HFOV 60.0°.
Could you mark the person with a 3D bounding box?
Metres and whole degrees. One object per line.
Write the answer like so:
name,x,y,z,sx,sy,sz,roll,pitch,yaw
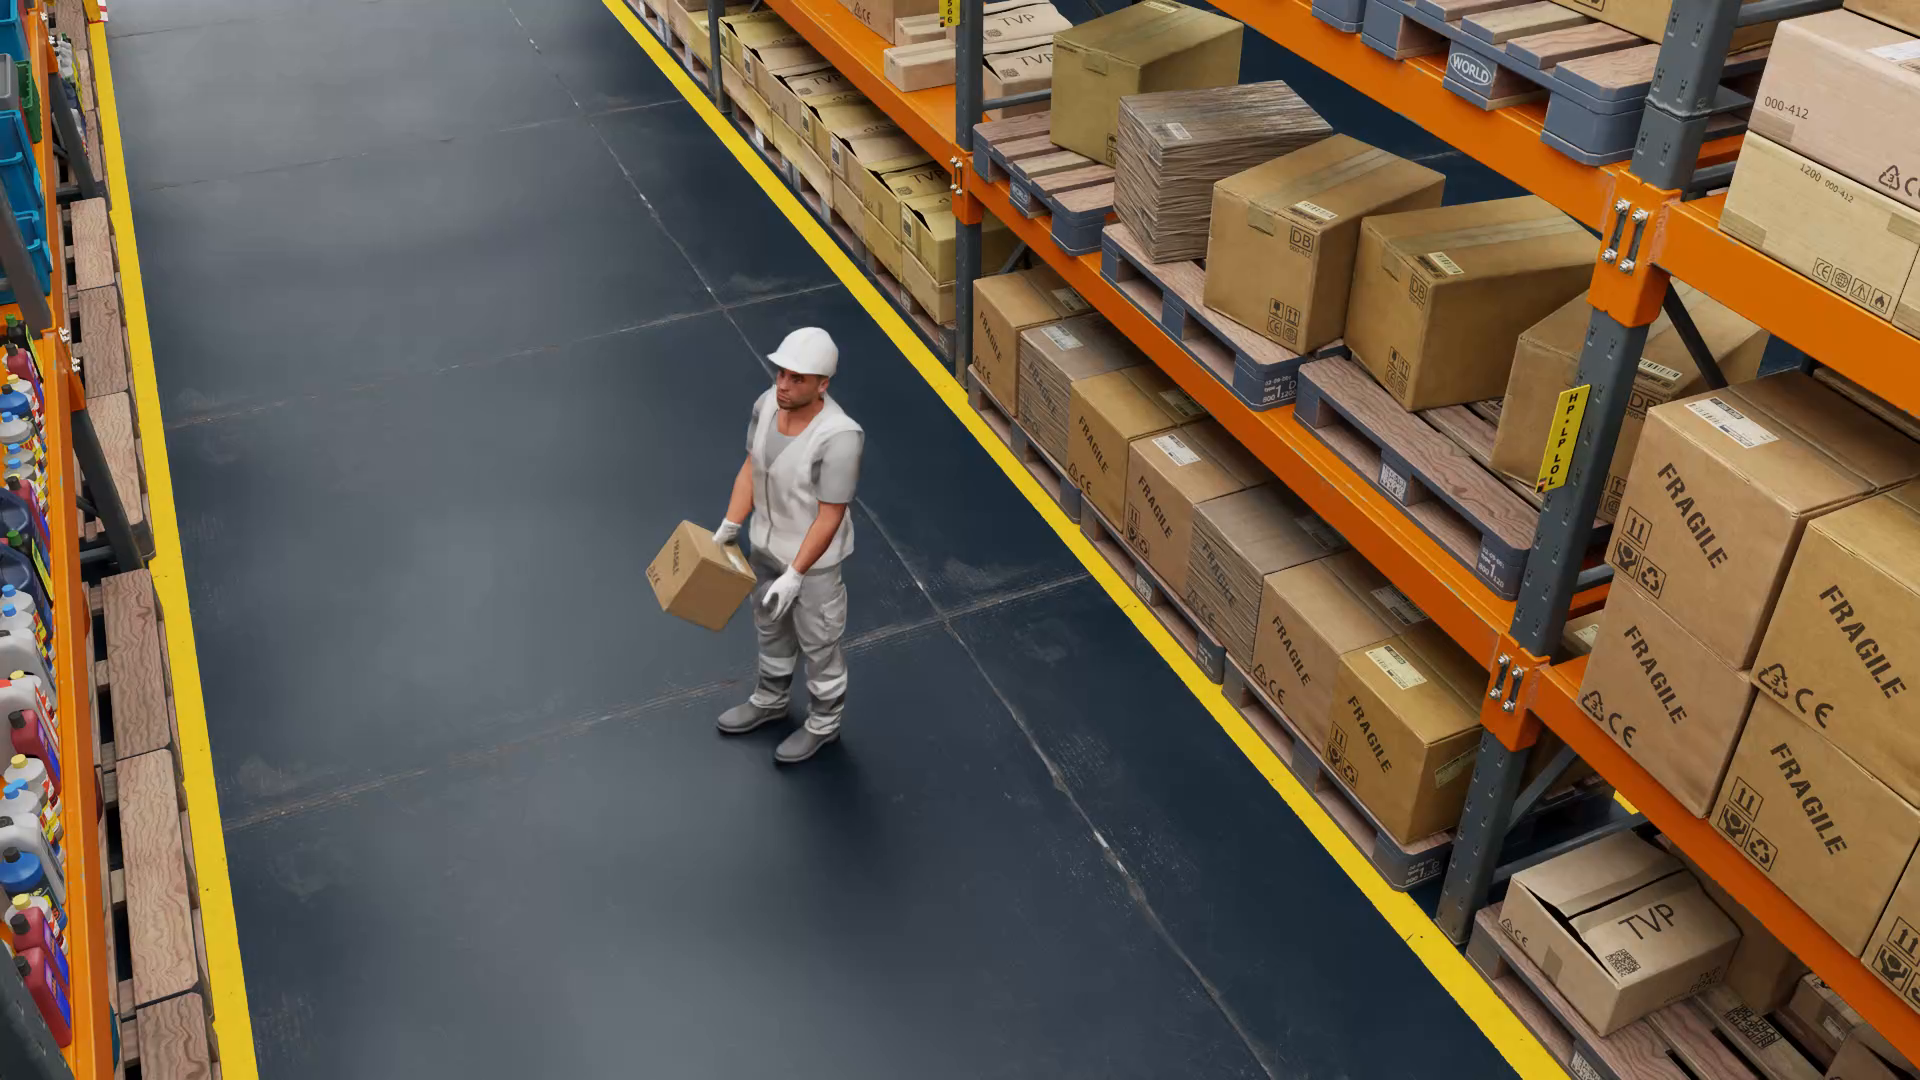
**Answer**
person,-0.636,0.054,6.044,0.501,1.795,0.563,-31,47,-34
